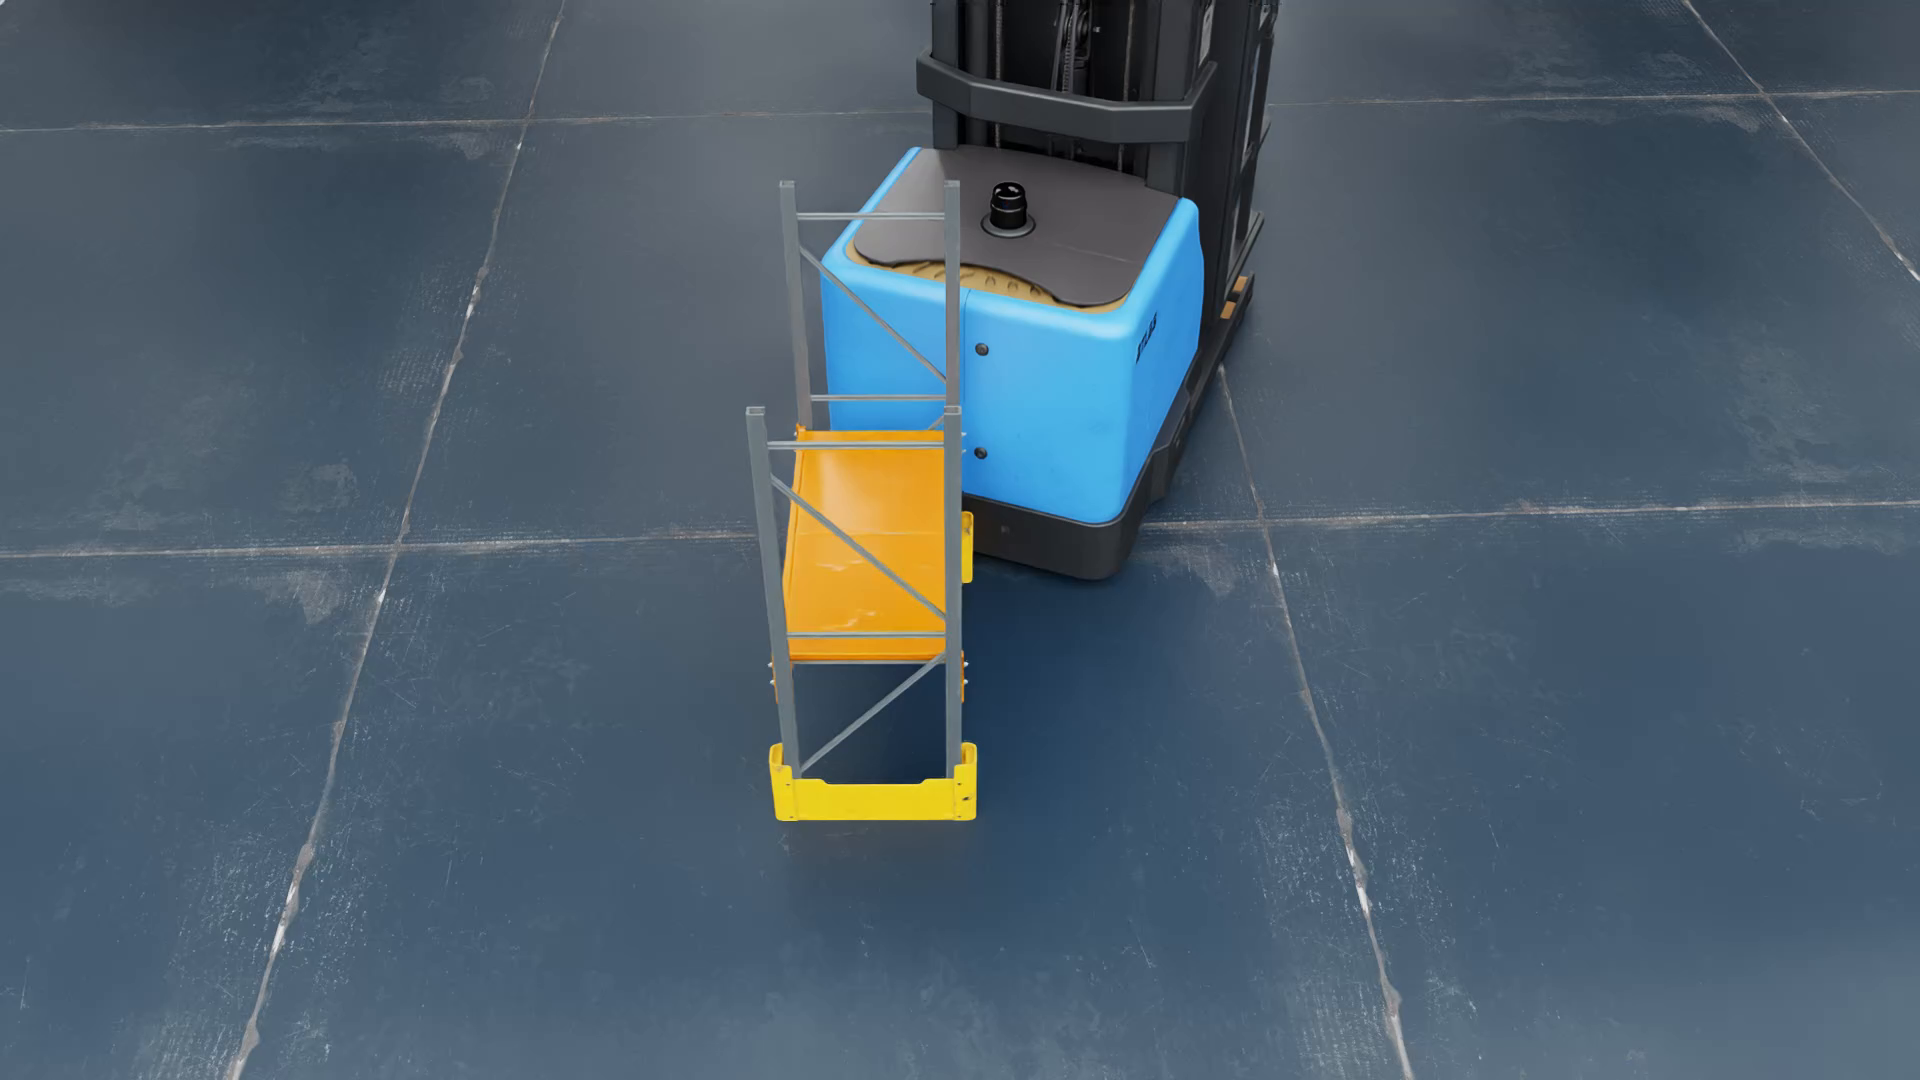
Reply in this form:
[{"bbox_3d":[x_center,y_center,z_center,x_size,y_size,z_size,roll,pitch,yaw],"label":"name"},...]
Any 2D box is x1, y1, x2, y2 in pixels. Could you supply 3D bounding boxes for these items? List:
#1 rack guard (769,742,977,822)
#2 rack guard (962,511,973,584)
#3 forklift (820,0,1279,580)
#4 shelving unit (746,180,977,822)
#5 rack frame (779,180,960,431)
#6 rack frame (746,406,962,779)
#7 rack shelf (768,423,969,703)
[{"bbox_3d":[-0.246,0.700,4.802,0.587,0.250,0.087,0,43,0],"label":"rack guard"},{"bbox_3d":[-0.251,0.027,5.536,0.587,0.250,0.087,0,43,0],"label":"rack guard"},{"bbox_3d":[0.547,-1.956,5.714,1.130,2.935,3.031,14,44,15],"label":"forklift"},{"bbox_3d":[-0.248,-0.097,4.746,0.587,1.500,1.083,0,43,0],"label":"shelving unit"},{"bbox_3d":[-0.251,-0.435,5.114,0.500,1.500,0.032,0,43,0],"label":"rack frame"},{"bbox_3d":[-0.246,0.252,4.365,0.500,1.500,0.032,0,43,0],"label":"rack frame"},{"bbox_3d":[-0.248,0.041,4.861,0.538,0.185,1.000,0,43,0],"label":"rack shelf"}]
